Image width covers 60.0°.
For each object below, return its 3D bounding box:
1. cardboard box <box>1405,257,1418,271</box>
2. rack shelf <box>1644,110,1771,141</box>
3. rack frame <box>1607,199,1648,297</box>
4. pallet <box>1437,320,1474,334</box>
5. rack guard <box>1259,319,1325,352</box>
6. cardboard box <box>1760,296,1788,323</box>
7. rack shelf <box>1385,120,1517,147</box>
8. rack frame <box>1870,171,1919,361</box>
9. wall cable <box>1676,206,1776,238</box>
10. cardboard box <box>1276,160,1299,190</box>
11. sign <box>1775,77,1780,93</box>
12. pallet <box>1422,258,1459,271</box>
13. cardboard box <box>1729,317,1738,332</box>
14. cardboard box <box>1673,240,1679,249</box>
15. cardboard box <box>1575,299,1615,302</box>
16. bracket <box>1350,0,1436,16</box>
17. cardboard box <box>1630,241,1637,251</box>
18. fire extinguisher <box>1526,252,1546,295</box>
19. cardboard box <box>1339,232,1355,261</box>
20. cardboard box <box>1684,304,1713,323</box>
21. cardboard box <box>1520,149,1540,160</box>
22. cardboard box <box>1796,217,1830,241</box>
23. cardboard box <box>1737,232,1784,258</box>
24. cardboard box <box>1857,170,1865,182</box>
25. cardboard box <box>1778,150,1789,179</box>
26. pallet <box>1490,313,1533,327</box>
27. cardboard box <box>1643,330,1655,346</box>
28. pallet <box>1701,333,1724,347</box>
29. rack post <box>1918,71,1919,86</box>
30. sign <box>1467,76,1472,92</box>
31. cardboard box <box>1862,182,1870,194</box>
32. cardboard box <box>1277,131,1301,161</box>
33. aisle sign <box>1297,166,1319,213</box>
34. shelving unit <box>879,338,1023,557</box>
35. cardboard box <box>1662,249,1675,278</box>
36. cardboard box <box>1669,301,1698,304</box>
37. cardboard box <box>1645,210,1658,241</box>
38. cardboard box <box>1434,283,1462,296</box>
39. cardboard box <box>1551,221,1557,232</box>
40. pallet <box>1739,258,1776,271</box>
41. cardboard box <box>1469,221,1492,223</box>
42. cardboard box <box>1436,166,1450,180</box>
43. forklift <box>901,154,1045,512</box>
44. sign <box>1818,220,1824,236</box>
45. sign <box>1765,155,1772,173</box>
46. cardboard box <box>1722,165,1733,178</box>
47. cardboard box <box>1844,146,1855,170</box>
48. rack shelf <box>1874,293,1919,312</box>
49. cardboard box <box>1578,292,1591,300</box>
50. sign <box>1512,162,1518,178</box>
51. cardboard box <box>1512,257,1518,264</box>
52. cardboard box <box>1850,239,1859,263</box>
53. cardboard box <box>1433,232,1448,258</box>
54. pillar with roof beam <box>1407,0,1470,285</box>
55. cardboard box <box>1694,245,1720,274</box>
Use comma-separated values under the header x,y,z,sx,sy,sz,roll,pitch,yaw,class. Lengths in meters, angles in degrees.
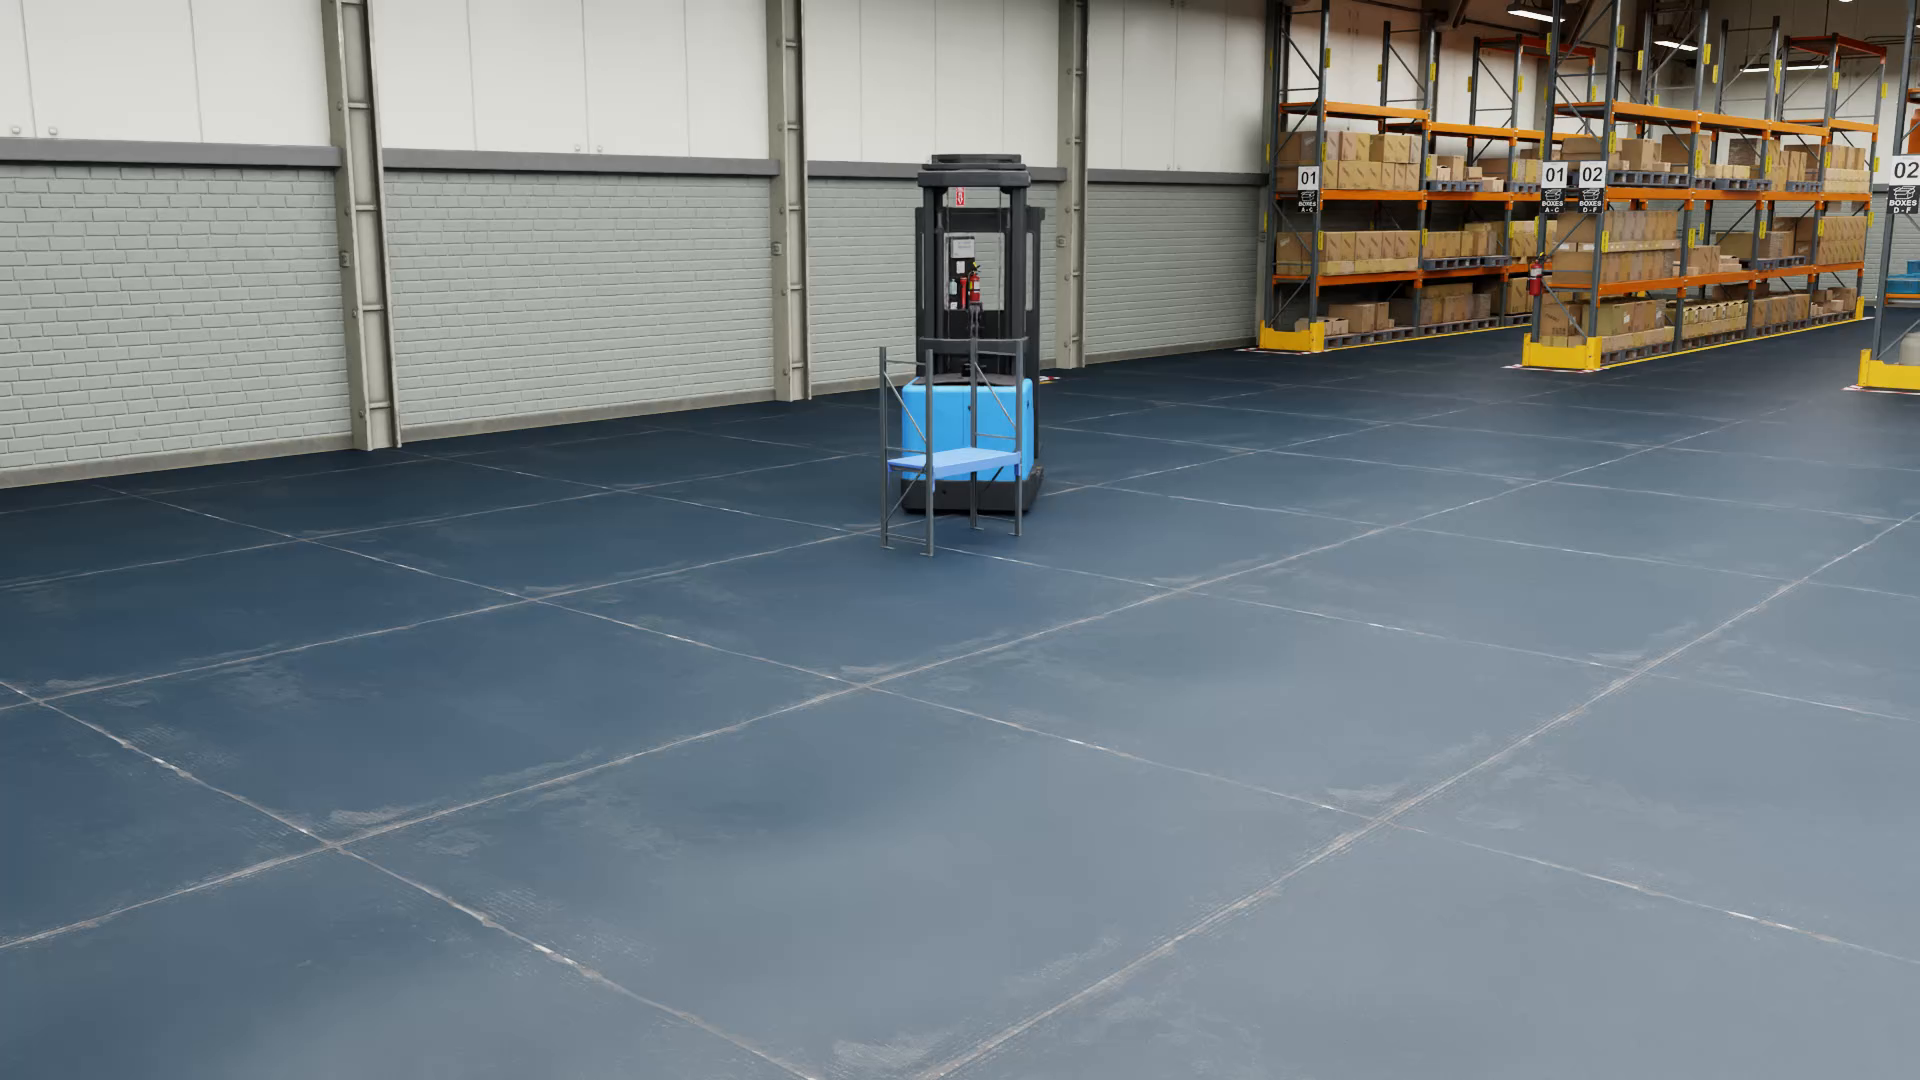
x,y,z,sx,sy,sz,roll,pitch,yaw,class
8.449,-5.302,31.931,0.500,0.250,0.500,10,15,40,cardboard box
13.578,-7.522,30.254,1.077,0.370,4.000,10,15,40,rack shelf
16.455,-7.240,41.302,1.000,3.000,0.127,10,15,40,rack frame
9.852,-4.402,34.213,1.003,0.211,1.213,10,15,40,pallet
5.944,-3.672,29.817,1.175,0.500,0.348,10,15,40,rack guard
16.430,-4.672,33.701,0.500,0.500,0.500,9,14,38,cardboard box
9.854,-8.162,33.458,1.077,0.370,4.000,10,15,40,rack shelf
13.335,-3.605,23.103,1.000,3.000,0.127,10,15,40,rack frame
20.457,-9.445,44.954,3.097,2.526,0.112,10,15,40,wall cable
5.979,-6.510,29.682,0.500,0.500,0.500,-11,16,-43,cardboard box
17.143,-9.523,34.830,0.100,0.325,0.005,10,15,40,sign
9.148,-5.474,32.951,1.003,0.211,1.213,10,15,40,pallet
14.396,-4.096,31.506,0.500,0.250,0.500,10,15,40,cardboard box
12.239,-5.134,28.847,0.380,0.149,0.250,10,15,40,cardboard box
10.728,-3.811,28.169,0.500,0.500,0.500,10,15,40,cardboard box
7.947,-10.202,31.626,0.076,0.066,4.783,10,15,40,bracket
10.887,-4.833,27.339,0.380,0.149,0.250,10,15,40,cardboard box
9.190,-4.251,26.534,0.296,0.674,0.183,10,15,40,fire extinguisher
6.768,-5.293,29.971,0.500,0.500,0.500,10,15,41,cardboard box
13.393,-4.145,30.323,0.500,0.311,0.500,9,14,38,cardboard box
12.782,-8.559,36.956,0.500,0.250,0.500,9,15,39,cardboard box
18.061,-6.584,35.209,0.500,0.500,0.500,10,15,42,cardboard box
15.976,-5.895,33.242,0.500,0.500,0.700,-9,14,-37,cardboard box
19.701,-8.061,36.858,0.500,0.250,0.500,10,15,40,cardboard box
16.272,-7.526,33.490,0.600,0.600,0.600,9,14,38,cardboard box
11.751,-4.802,36.215,1.003,0.211,1.213,10,15,40,pallet
11.459,-3.448,28.264,0.500,0.250,0.500,10,15,40,cardboard box
13.520,-3.761,31.003,1.003,0.211,1.213,10,15,40,pallet
13.930,-6.397,23.039,0.954,0.300,0.937,-10,15,-41,rack post
10.755,-9.612,35.071,0.100,0.325,0.005,10,15,40,sign
20.038,-7.888,37.270,0.500,0.250,0.500,10,15,40,cardboard box
5.982,-7.004,29.600,0.500,0.500,0.500,11,15,43,cardboard box
6.071,-6.112,29.015,0.394,0.787,0.004,10,15,40,aisle sign
-0.056,-0.723,12.501,0.538,1.500,1.048,10,15,40,shelving unit
11.969,-4.818,28.918,0.700,0.500,0.500,9,15,39,cardboard box
13.653,-4.364,31.417,0.500,0.311,0.500,9,15,39,cardboard box
11.306,-5.306,28.050,0.700,0.500,0.500,10,15,40,cardboard box
9.979,-5.156,34.212,0.500,0.250,0.500,10,15,40,cardboard box
13.017,-6.973,36.986,0.500,0.250,0.500,10,15,41,cardboard box
15.293,-5.438,32.769,1.213,0.211,1.003,10,15,40,pallet
11.279,-6.736,35.797,0.500,0.250,0.500,10,15,42,cardboard box
9.362,-7.269,32.941,0.500,0.311,0.500,10,15,42,cardboard box
0.181,-1.909,14.785,1.130,2.935,3.031,1,11,6,forklift
17.958,-6.508,34.682,0.100,0.325,0.005,10,15,40,sign
15.309,-7.114,31.488,0.100,0.325,0.005,10,15,40,sign
13.922,-6.790,30.703,0.500,0.250,0.500,9,15,39,cardboard box
19.209,-8.383,36.557,0.700,0.500,0.500,10,15,40,cardboard box
14.656,-3.547,24.647,1.077,0.370,4.000,10,15,40,rack shelf
14.386,-5.729,39.044,0.700,0.500,0.500,10,15,41,cardboard box
11.581,-7.717,34.712,0.100,0.325,0.005,10,15,40,sign
11.739,-6.004,35.705,0.380,0.149,0.250,10,15,41,cardboard box
19.748,-6.471,37.198,0.500,0.500,0.500,10,15,41,cardboard box
9.270,-5.891,33.170,0.500,0.500,0.700,-10,15,-42,cardboard box
12.900,-8.369,31.637,9.100,9.000,0.548,10,15,40,pillar with roof beam
13.803,-5.223,30.949,0.500,0.500,0.500,9,14,37,cardboard box
